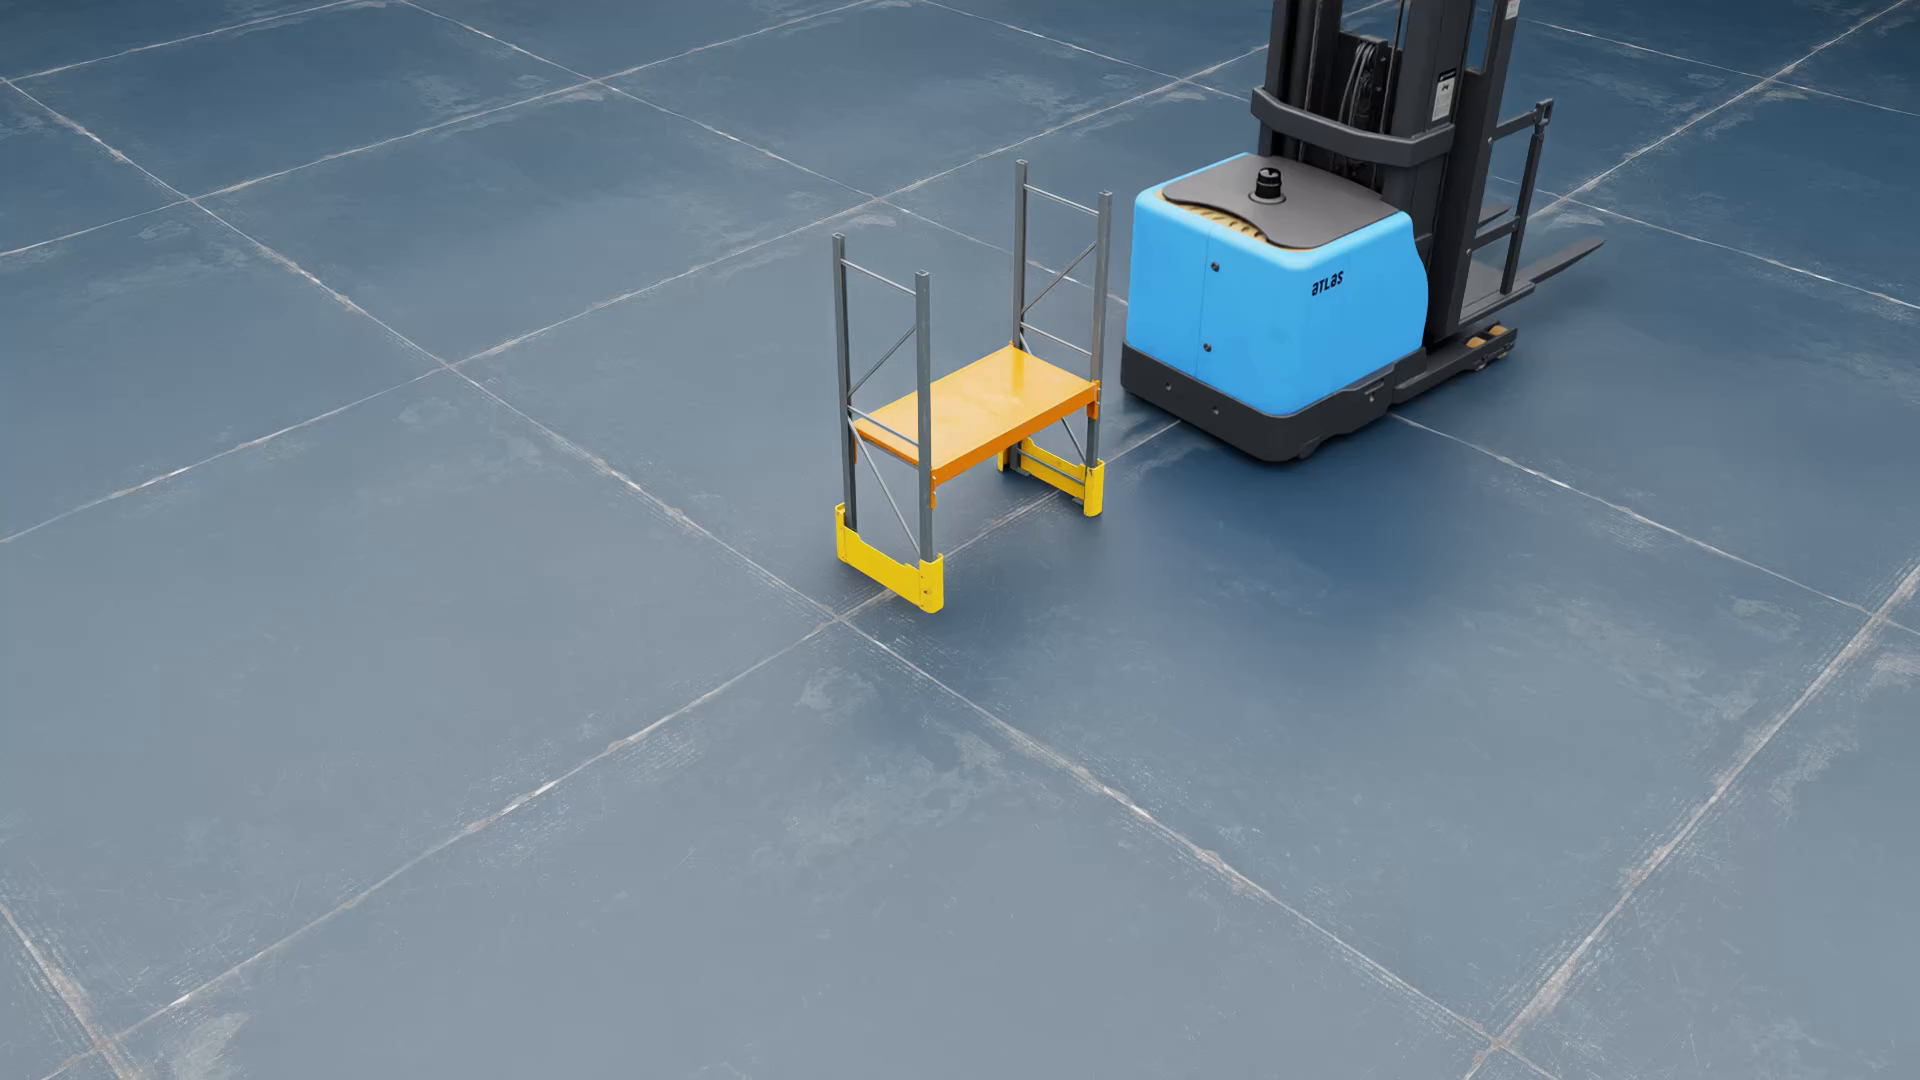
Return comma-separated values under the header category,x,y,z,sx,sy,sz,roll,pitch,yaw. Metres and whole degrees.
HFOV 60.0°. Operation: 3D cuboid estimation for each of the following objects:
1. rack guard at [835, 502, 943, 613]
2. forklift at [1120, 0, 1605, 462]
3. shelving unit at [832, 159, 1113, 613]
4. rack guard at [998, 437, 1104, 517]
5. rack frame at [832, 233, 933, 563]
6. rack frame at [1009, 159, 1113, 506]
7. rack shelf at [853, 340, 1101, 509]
category,x,y,z,sx,sy,sz,roll,pitch,yaw
rack guard,-0.297,0.069,6.933,0.587,0.250,0.087,30,45,35
forklift,2.237,-2.271,7.943,3.031,2.935,1.130,-26,43,-33
shelving unit,0.054,-0.646,6.865,0.587,1.500,1.083,30,45,35
rack guard,0.405,-0.336,7.513,0.587,0.250,0.087,30,45,35
rack frame,-0.298,-0.443,6.575,0.500,1.500,0.032,30,45,35
rack frame,0.418,-0.856,7.167,0.500,1.500,0.032,30,45,35
rack shelf,0.060,-0.502,6.974,0.538,0.185,1.000,30,45,35
